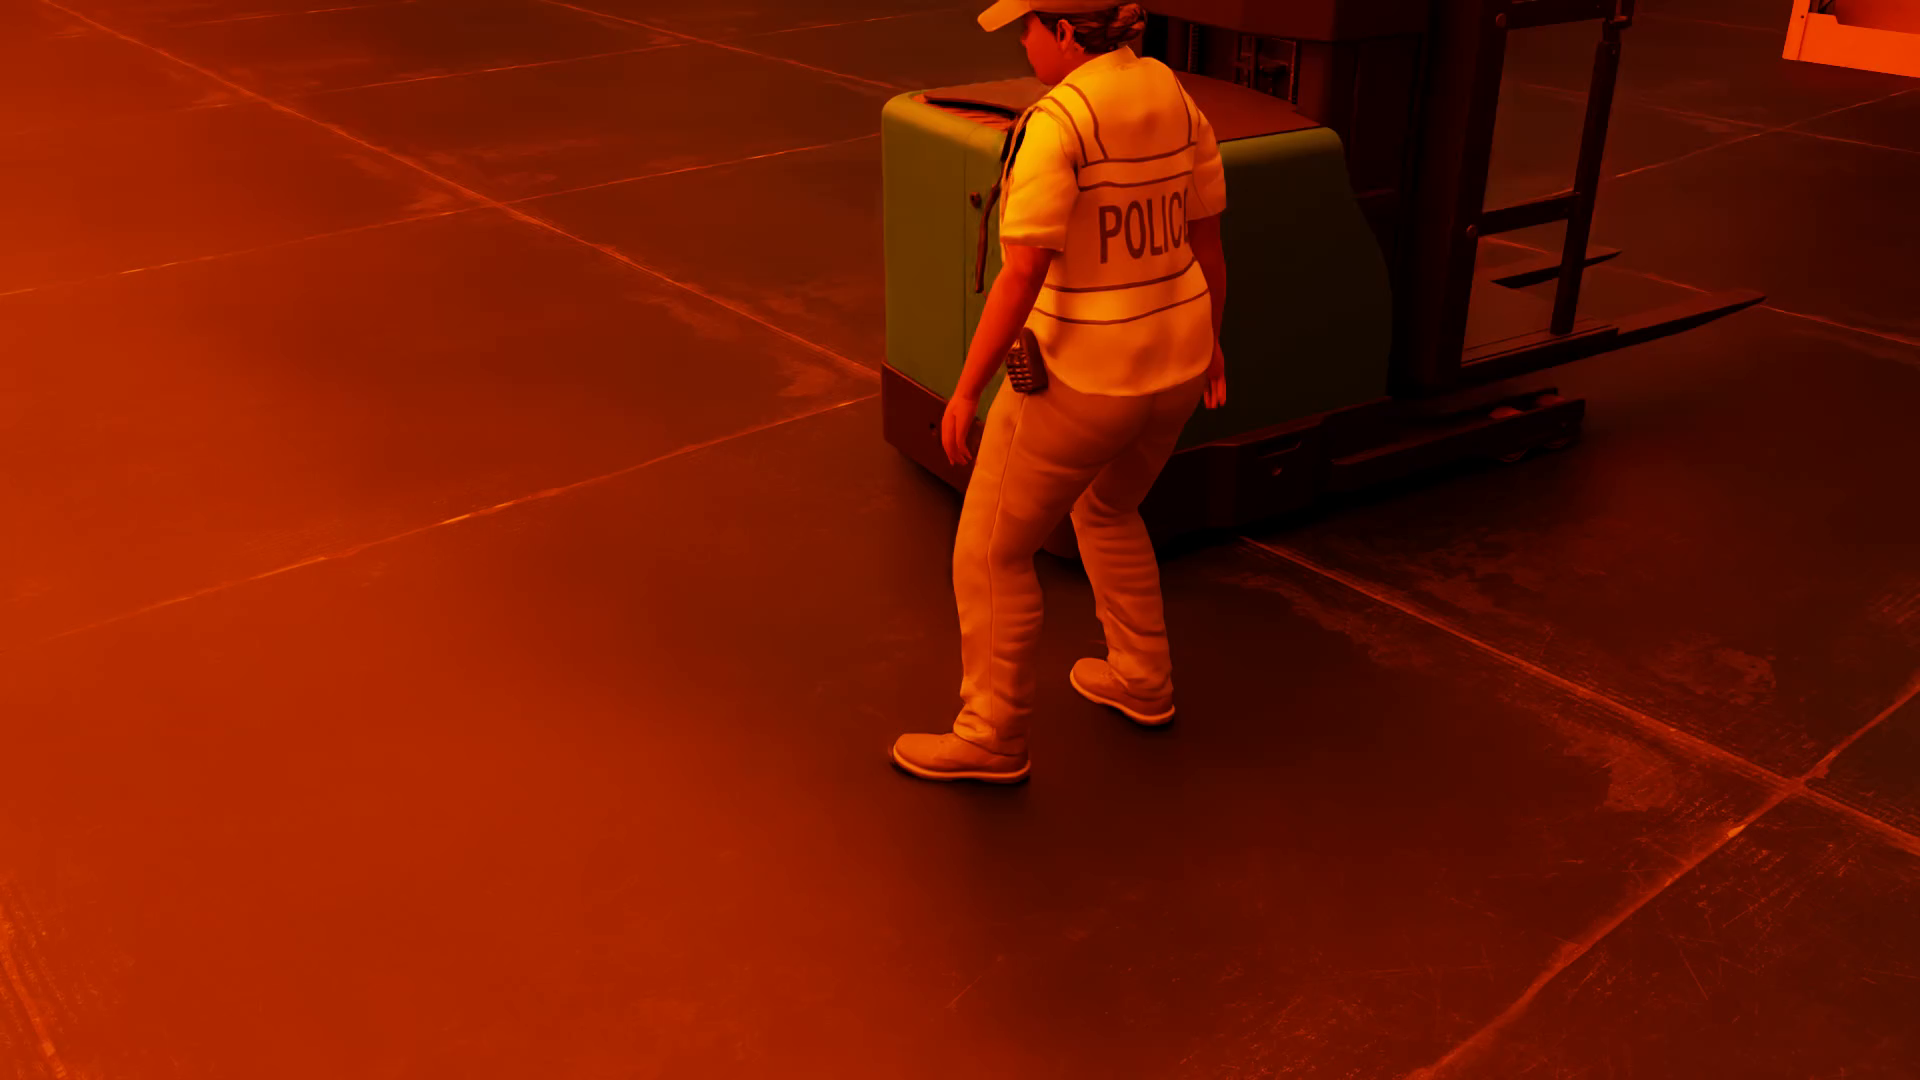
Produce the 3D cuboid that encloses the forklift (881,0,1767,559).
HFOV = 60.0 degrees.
[{"bbox_3d":[1.297,-1.729,4.688,3.031,2.935,1.130,-15,30,-28],"label":"forklift"}]

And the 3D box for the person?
[{"bbox_3d":[0.224,-0.333,3.337,0.459,1.640,0.778,23,34,38],"label":"person"}]
